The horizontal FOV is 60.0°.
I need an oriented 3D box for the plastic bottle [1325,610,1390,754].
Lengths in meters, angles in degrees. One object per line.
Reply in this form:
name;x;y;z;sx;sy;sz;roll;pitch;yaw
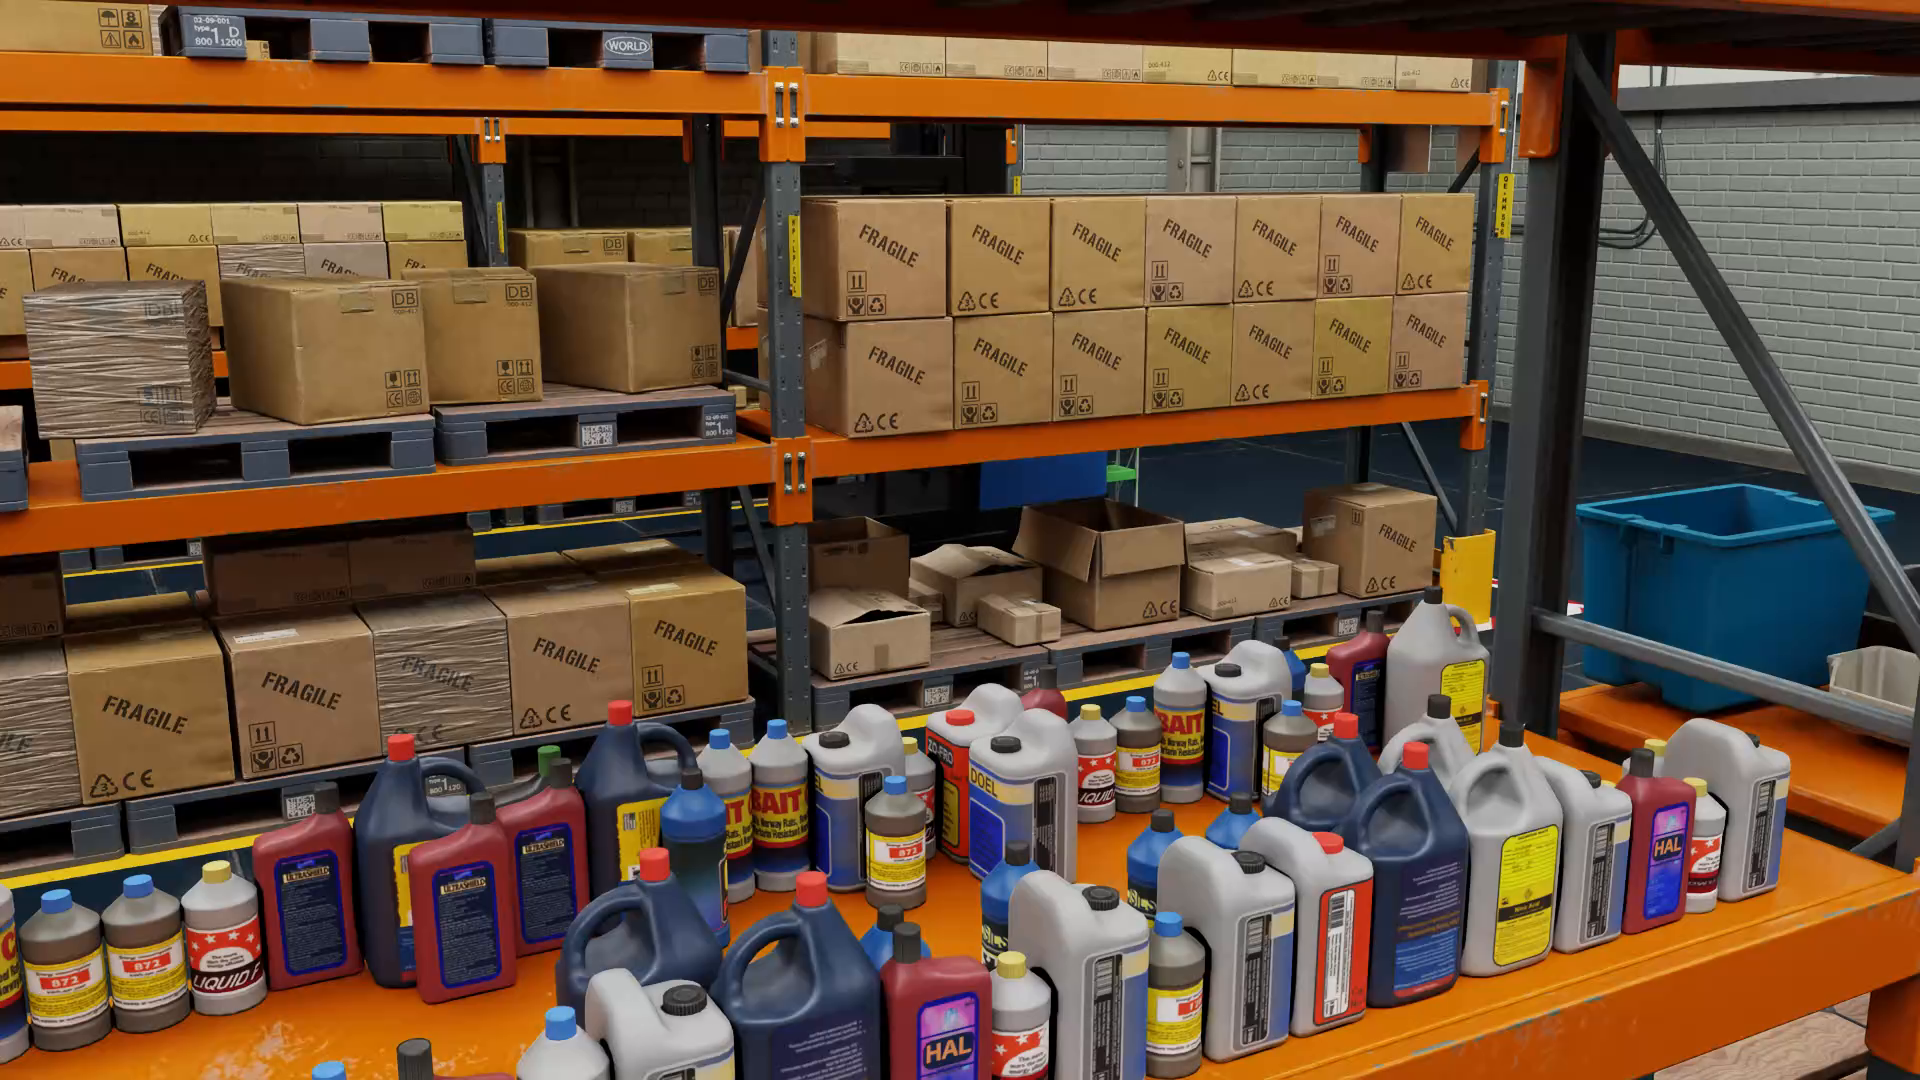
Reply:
plastic bottle;0.784;0.284;3.280;0.133;0.283;0.061;-7;14;-28

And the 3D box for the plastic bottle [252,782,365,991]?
plastic bottle;-0.929;0.490;2.367;0.133;0.283;0.061;-7;14;-28

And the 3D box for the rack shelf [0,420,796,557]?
rack shelf;-2.698;-0.137;6.523;4.000;0.370;1.077;-7;14;-28

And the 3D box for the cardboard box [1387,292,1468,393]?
cardboard box;2.306;-1.068;8.795;0.500;0.500;0.500;-6;14;-26

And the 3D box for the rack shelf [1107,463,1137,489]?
rack shelf;0.975;-0.425;11.650;0.480;0.148;0.258;-8;15;-31

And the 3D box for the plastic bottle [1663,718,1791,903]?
plastic bottle;1.237;0.421;2.688;0.135;0.276;0.152;-7;14;-28

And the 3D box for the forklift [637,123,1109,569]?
forklift;-0.529;-1.357;10.463;3.031;2.935;1.130;-8;15;-31

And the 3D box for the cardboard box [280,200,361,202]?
cardboard box;-4.304;-2.167;11.249;0.500;0.250;0.500;-7;14;-27

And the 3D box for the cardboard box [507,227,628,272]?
cardboard box;-2.835;-1.852;11.826;0.700;0.700;0.980;-7;14;-27

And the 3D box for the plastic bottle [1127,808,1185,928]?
plastic bottle;0.279;0.507;2.317;0.097;0.271;0.097;0;13;0

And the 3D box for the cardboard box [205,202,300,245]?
cardboard box;-4.508;-2.018;10.584;0.500;0.250;0.500;-7;14;-27

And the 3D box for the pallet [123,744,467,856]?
pallet;-2.710;0.885;6.698;1.213;0.211;1.003;-7;14;-28

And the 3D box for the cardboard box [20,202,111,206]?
cardboard box;-5.648;-2.006;10.531;0.500;0.250;0.500;-7;15;-29

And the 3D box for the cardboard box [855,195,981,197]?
cardboard box;-0.174;-1.392;7.958;0.500;0.500;0.500;-7;15;-29

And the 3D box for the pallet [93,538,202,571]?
pallet;-5.033;-0.067;10.926;1.213;0.211;1.003;-7;14;-28

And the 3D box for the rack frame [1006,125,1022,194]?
rack frame;0.192;-2.073;13.489;0.127;3.000;1.000;-7;14;-28

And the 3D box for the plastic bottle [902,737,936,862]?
plastic bottle;-0.089;0.434;2.803;0.097;0.201;0.097;0;13;0

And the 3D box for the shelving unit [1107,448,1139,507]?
shelving unit;0.975;-0.722;11.583;0.503;1.200;0.258;-8;15;-31

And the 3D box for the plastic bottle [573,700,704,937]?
plastic bottle;-0.490;0.415;2.547;0.185;0.351;0.144;-7;14;-28

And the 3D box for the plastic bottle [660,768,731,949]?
plastic bottle;-0.394;0.472;2.473;0.097;0.271;0.097;0;13;0

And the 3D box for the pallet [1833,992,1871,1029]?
pallet;3.127;1.403;4.393;1.213;0.211;1.003;-7;14;-28

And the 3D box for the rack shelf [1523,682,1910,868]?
rack shelf;3.183;0.398;4.149;4.000;0.370;1.077;-7;14;-28

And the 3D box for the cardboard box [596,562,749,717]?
cardboard box;-1.238;0.414;7.129;0.500;0.500;0.500;-7;14;-28

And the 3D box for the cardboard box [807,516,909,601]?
cardboard box;-0.578;0.192;8.114;0.500;0.500;0.500;-7;14;-28

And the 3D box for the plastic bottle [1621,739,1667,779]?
plastic bottle;1.161;0.436;2.794;0.097;0.201;0.097;0;13;0

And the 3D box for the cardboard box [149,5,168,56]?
cardboard box;-5.072;-3.196;10.418;0.500;0.500;0.700;-7;14;-28

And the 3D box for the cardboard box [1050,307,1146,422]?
cardboard box;0.524;-0.855;7.847;0.500;0.500;0.500;-7;14;-28

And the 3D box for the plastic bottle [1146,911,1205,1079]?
plastic bottle;0.267;0.581;2.149;0.097;0.201;0.097;0;13;0

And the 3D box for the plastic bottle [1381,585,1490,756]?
plastic bottle;0.928;0.260;3.235;0.185;0.351;0.144;-7;14;-28

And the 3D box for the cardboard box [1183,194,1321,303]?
cardboard box;1.414;-1.447;8.201;0.500;0.500;0.500;-6;14;-26

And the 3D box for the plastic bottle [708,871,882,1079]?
plastic bottle;-0.189;0.557;1.916;0.185;0.351;0.144;-7;14;-28

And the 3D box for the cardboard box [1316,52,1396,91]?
cardboard box;1.800;-2.354;8.245;0.500;0.250;0.500;-7;14;-28

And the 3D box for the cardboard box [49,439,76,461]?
cardboard box;-5.350;-0.531;10.574;0.750;0.750;0.750;-7;14;-28

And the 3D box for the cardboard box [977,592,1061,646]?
cardboard box;0.284;0.374;8.065;0.250;0.166;0.380;-7;14;-28

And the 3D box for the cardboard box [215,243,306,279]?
cardboard box;-4.492;-1.652;10.667;0.500;0.500;0.500;-7;14;-28

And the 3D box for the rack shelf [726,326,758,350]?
rack shelf;-1.564;-1.512;12.633;4.000;0.370;1.077;-7;14;-28

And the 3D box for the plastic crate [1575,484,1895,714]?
plastic crate;1.674;0.121;3.641;0.575;0.384;0.392;-7;14;-28

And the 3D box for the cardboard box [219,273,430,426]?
cardboard box;-2.464;-0.754;6.443;0.500;0.500;0.700;-12;17;-42

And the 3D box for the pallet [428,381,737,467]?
pallet;-1.696;-0.541;7.120;1.213;0.211;1.003;-7;14;-28

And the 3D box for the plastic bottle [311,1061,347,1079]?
plastic bottle;-0.623;0.653;1.668;0.097;0.271;0.097;0;13;0

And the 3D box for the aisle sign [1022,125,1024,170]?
aisle sign;0.399;-3.291;12.980;0.004;0.787;0.394;-7;14;-28

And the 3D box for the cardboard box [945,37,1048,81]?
cardboard box;0.044;-2.143;7.311;0.500;0.250;0.500;-7;14;-28

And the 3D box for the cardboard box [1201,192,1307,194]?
cardboard box;1.597;-1.603;8.895;0.500;0.500;0.500;-7;14;-27

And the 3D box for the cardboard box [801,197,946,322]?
cardboard box;-0.394;-1.230;7.237;0.500;0.500;0.500;-6;14;-26

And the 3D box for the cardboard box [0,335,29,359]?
cardboard box;-5.769;-1.195;10.115;0.250;0.149;0.380;-7;14;-28

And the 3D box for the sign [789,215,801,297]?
sign;-0.673;-1.156;6.778;0.005;0.325;0.100;-7;14;-28

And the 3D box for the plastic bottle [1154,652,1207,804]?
plastic bottle;0.403;0.340;3.057;0.097;0.271;0.097;0;13;0

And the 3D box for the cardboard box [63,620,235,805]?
cardboard box;-3.017;0.627;6.183;0.500;0.500;0.500;-7;14;-29

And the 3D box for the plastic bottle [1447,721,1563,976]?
plastic bottle;0.778;0.441;2.431;0.185;0.351;0.144;-7;14;-28

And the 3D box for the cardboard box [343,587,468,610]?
cardboard box;-2.389;0.420;7.101;0.500;0.500;0.500;-7;14;-27

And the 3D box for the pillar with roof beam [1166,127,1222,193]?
pillar with roof beam;4.210;-4.621;11.146;0.400;9.000;9.100;-7;14;-28

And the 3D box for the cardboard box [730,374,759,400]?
cardboard box;-1.695;-1.173;12.751;0.250;0.149;0.380;-7;15;-29

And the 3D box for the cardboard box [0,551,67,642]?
cardboard box;-3.698;0.211;6.321;0.500;0.250;0.500;-6;14;-26

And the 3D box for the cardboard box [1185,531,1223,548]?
cardboard box;1.078;0.116;9.023;0.500;0.250;0.500;-7;14;-28
